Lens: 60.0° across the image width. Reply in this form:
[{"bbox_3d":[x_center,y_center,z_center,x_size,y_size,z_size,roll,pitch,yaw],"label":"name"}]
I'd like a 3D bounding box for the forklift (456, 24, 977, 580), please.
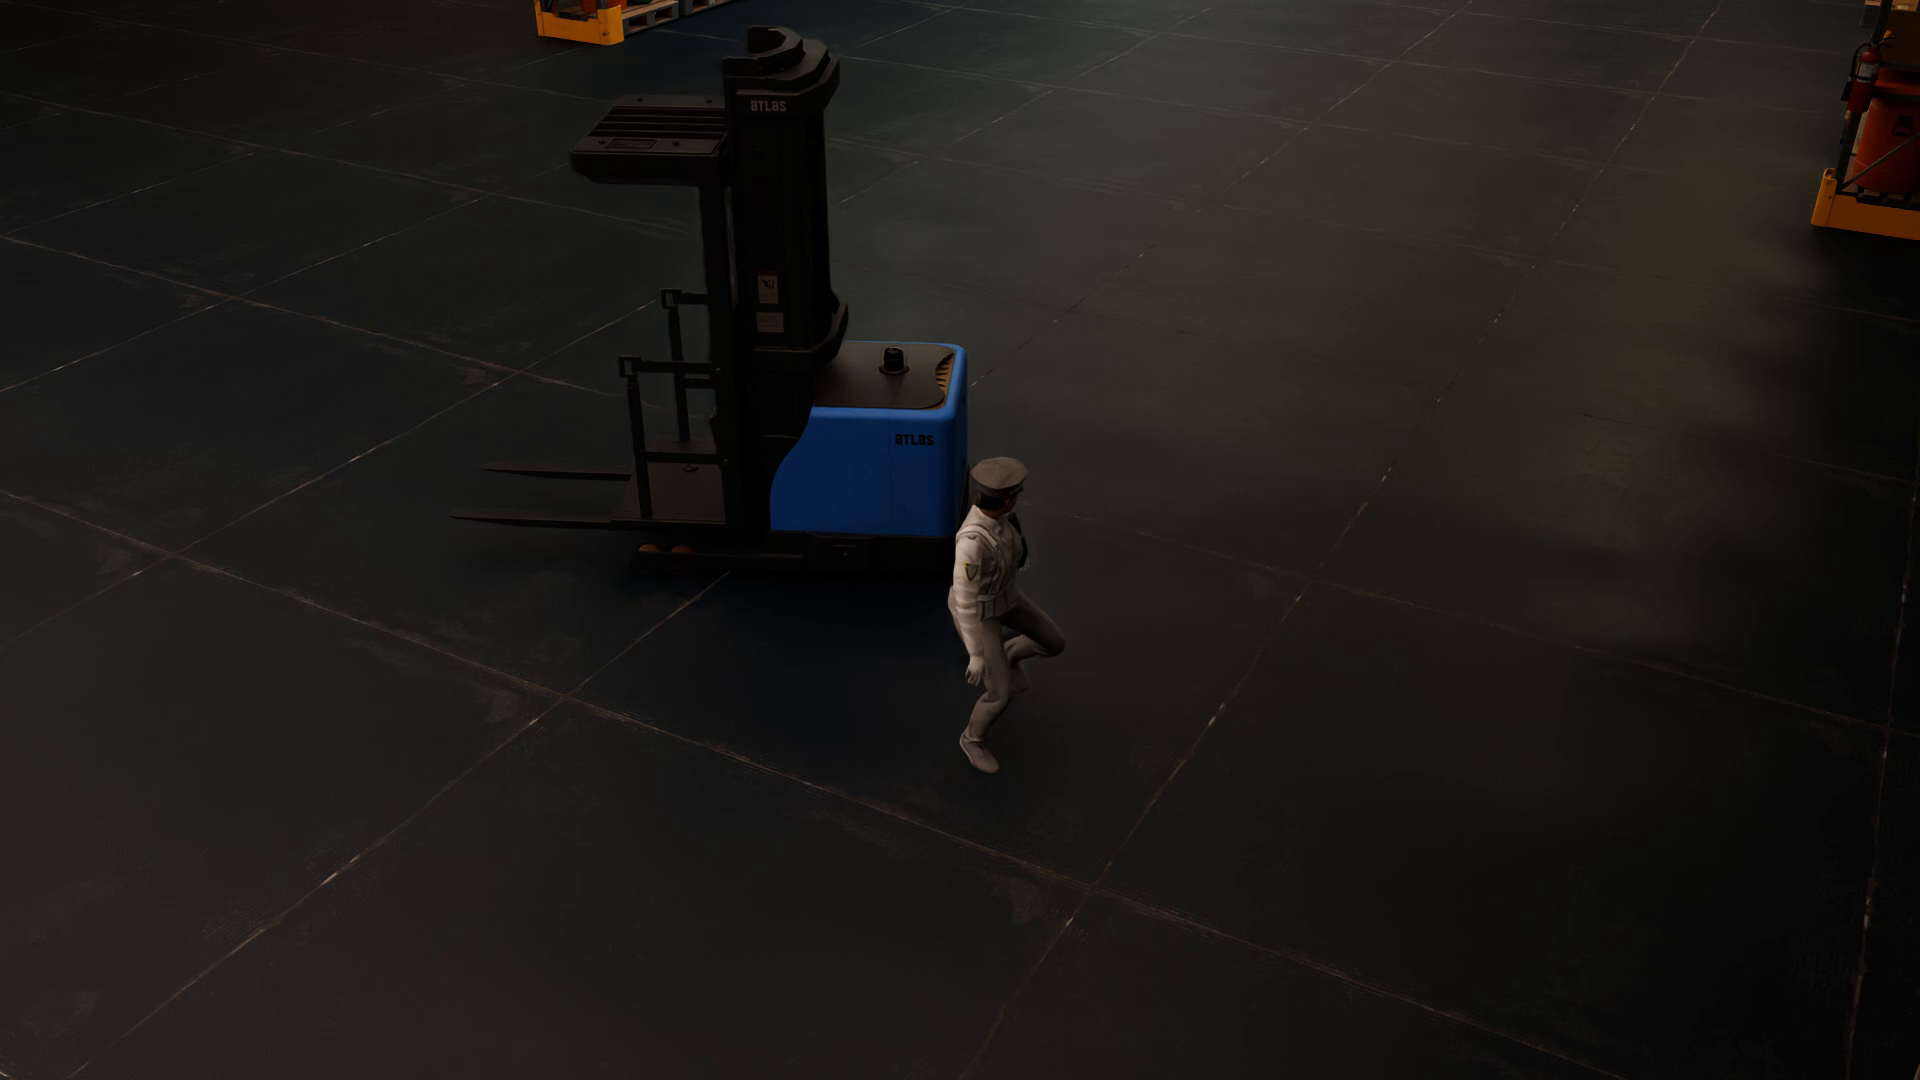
[{"bbox_3d":[-1.439,-1.326,9.368,3.031,2.935,1.130,2,30,4],"label":"forklift"}]

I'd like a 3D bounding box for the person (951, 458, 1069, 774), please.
[{"bbox_3d":[0.206,0.340,7.868,0.559,1.570,0.755,21,36,32],"label":"person"}]
